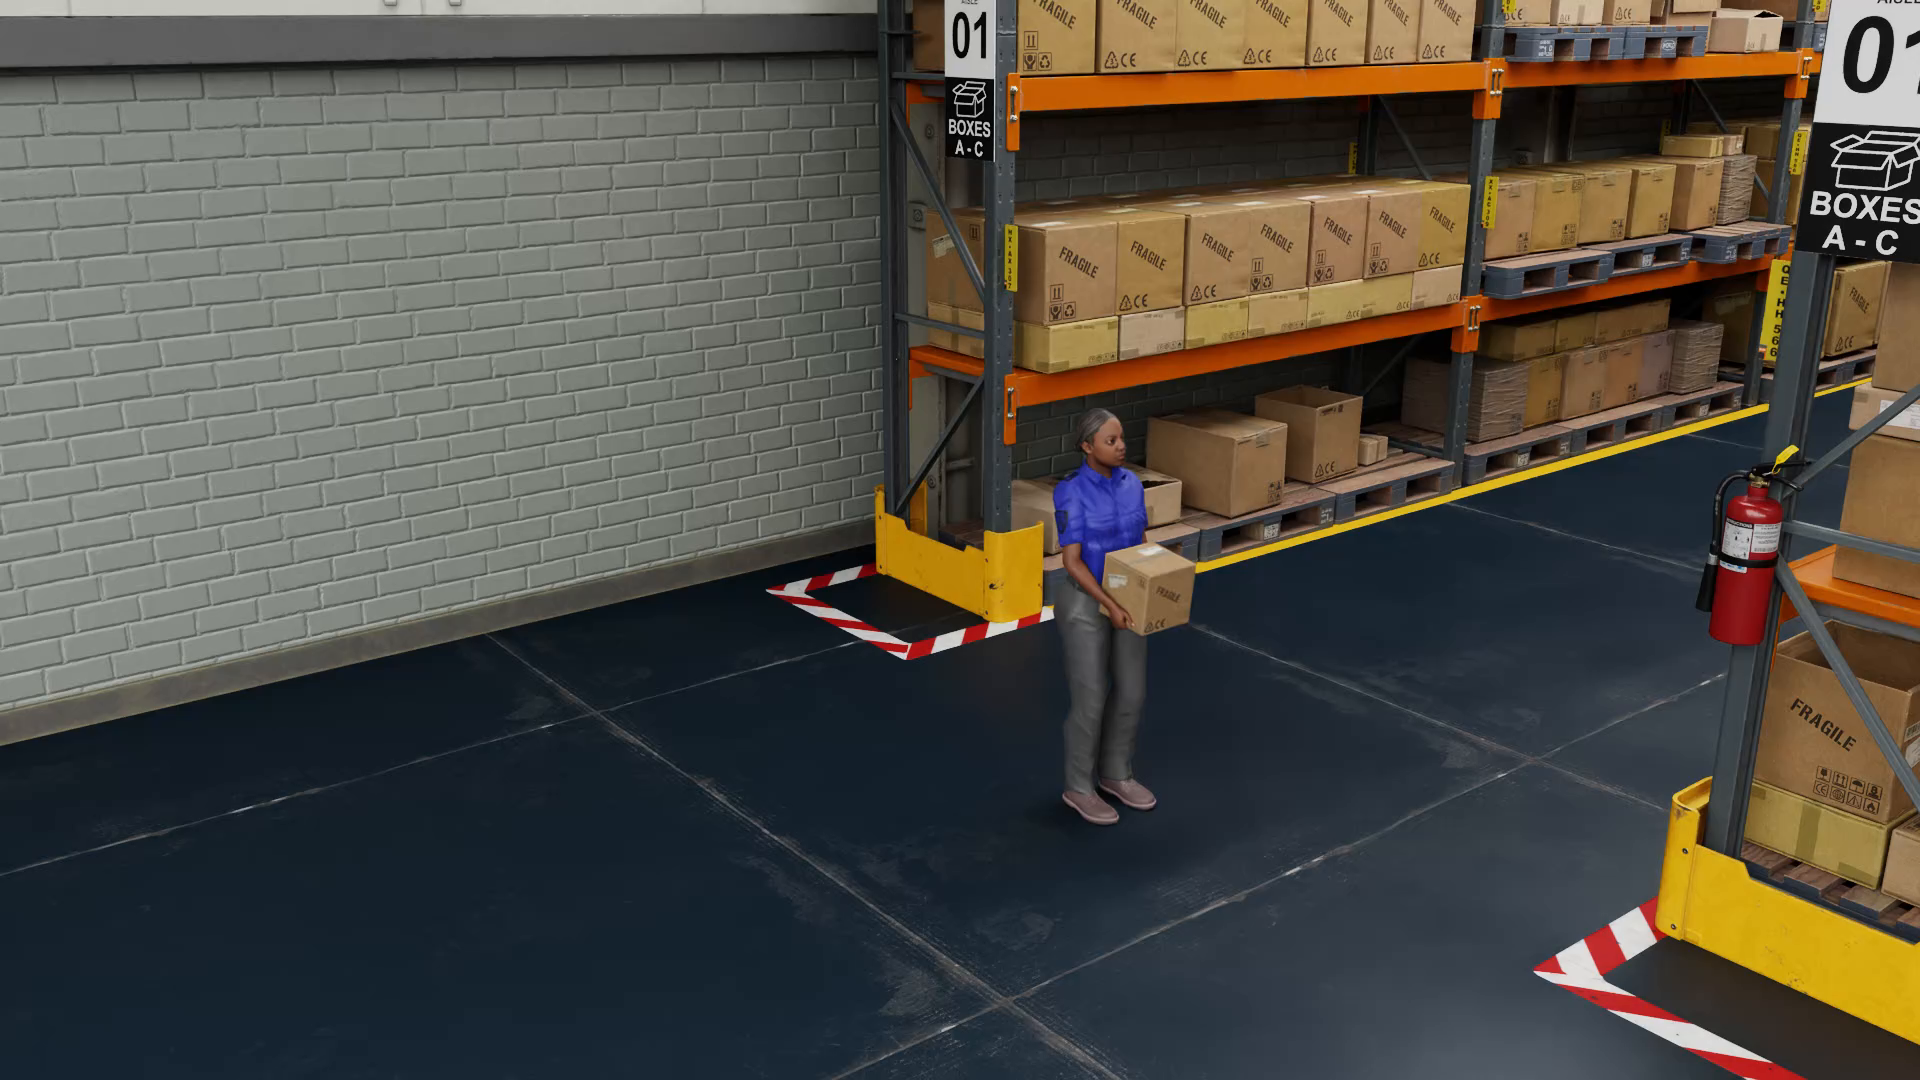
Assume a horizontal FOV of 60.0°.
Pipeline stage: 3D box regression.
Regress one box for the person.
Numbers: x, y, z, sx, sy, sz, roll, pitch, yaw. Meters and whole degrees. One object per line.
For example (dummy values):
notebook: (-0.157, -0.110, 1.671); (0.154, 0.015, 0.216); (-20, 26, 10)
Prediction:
person: (0.613, 0.308, 6.621); (0.451, 1.648, 0.517); (-13, 22, -35)
